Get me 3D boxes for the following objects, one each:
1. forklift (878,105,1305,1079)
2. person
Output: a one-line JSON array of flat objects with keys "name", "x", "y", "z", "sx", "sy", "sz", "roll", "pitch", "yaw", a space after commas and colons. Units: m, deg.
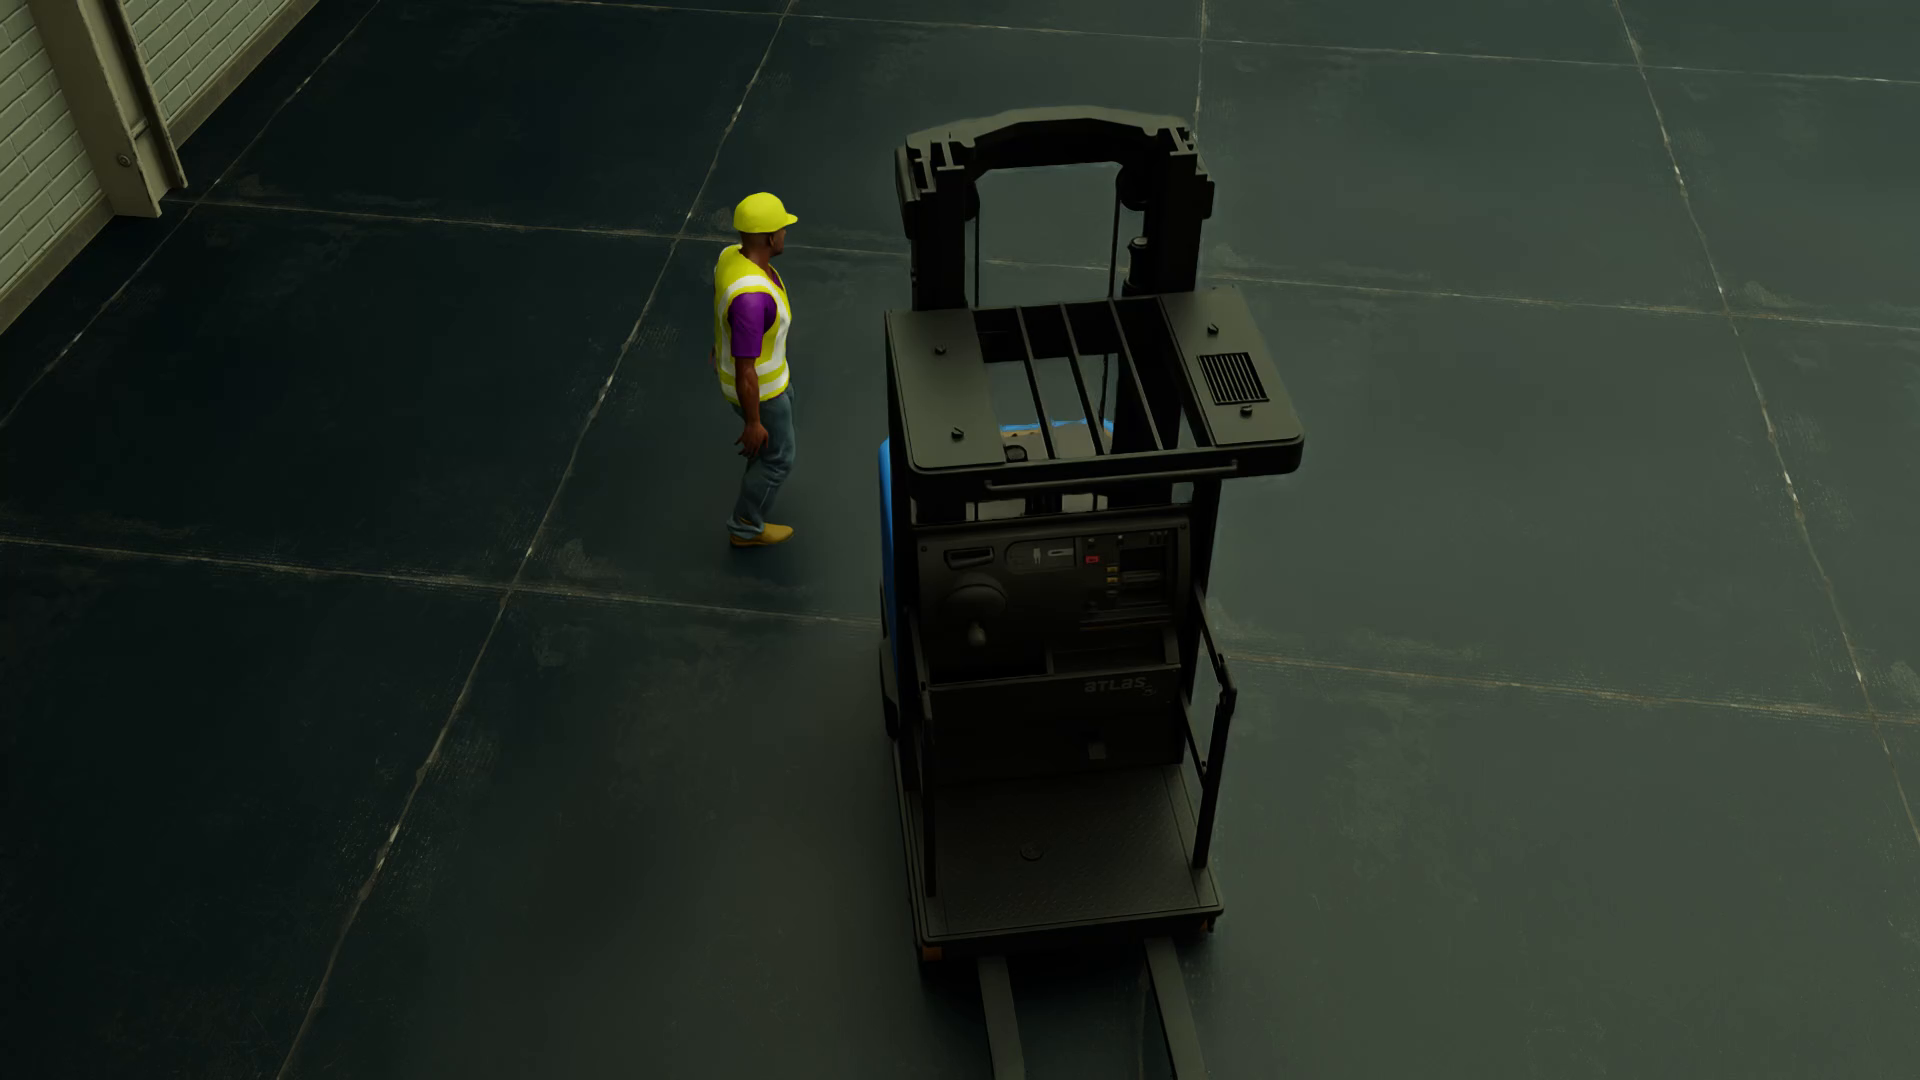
[{"name": "forklift", "x": 0.350, "y": 0.228, "z": 5.476, "sx": 1.130, "sy": 2.935, "sz": 3.031, "roll": -5, "pitch": 43, "yaw": -5}, {"name": "person", "x": -0.897, "y": -0.739, "z": 7.437, "sx": 0.473, "sy": 1.733, "sz": 0.896, "roll": -9, "pitch": 43, "yaw": -10}]
